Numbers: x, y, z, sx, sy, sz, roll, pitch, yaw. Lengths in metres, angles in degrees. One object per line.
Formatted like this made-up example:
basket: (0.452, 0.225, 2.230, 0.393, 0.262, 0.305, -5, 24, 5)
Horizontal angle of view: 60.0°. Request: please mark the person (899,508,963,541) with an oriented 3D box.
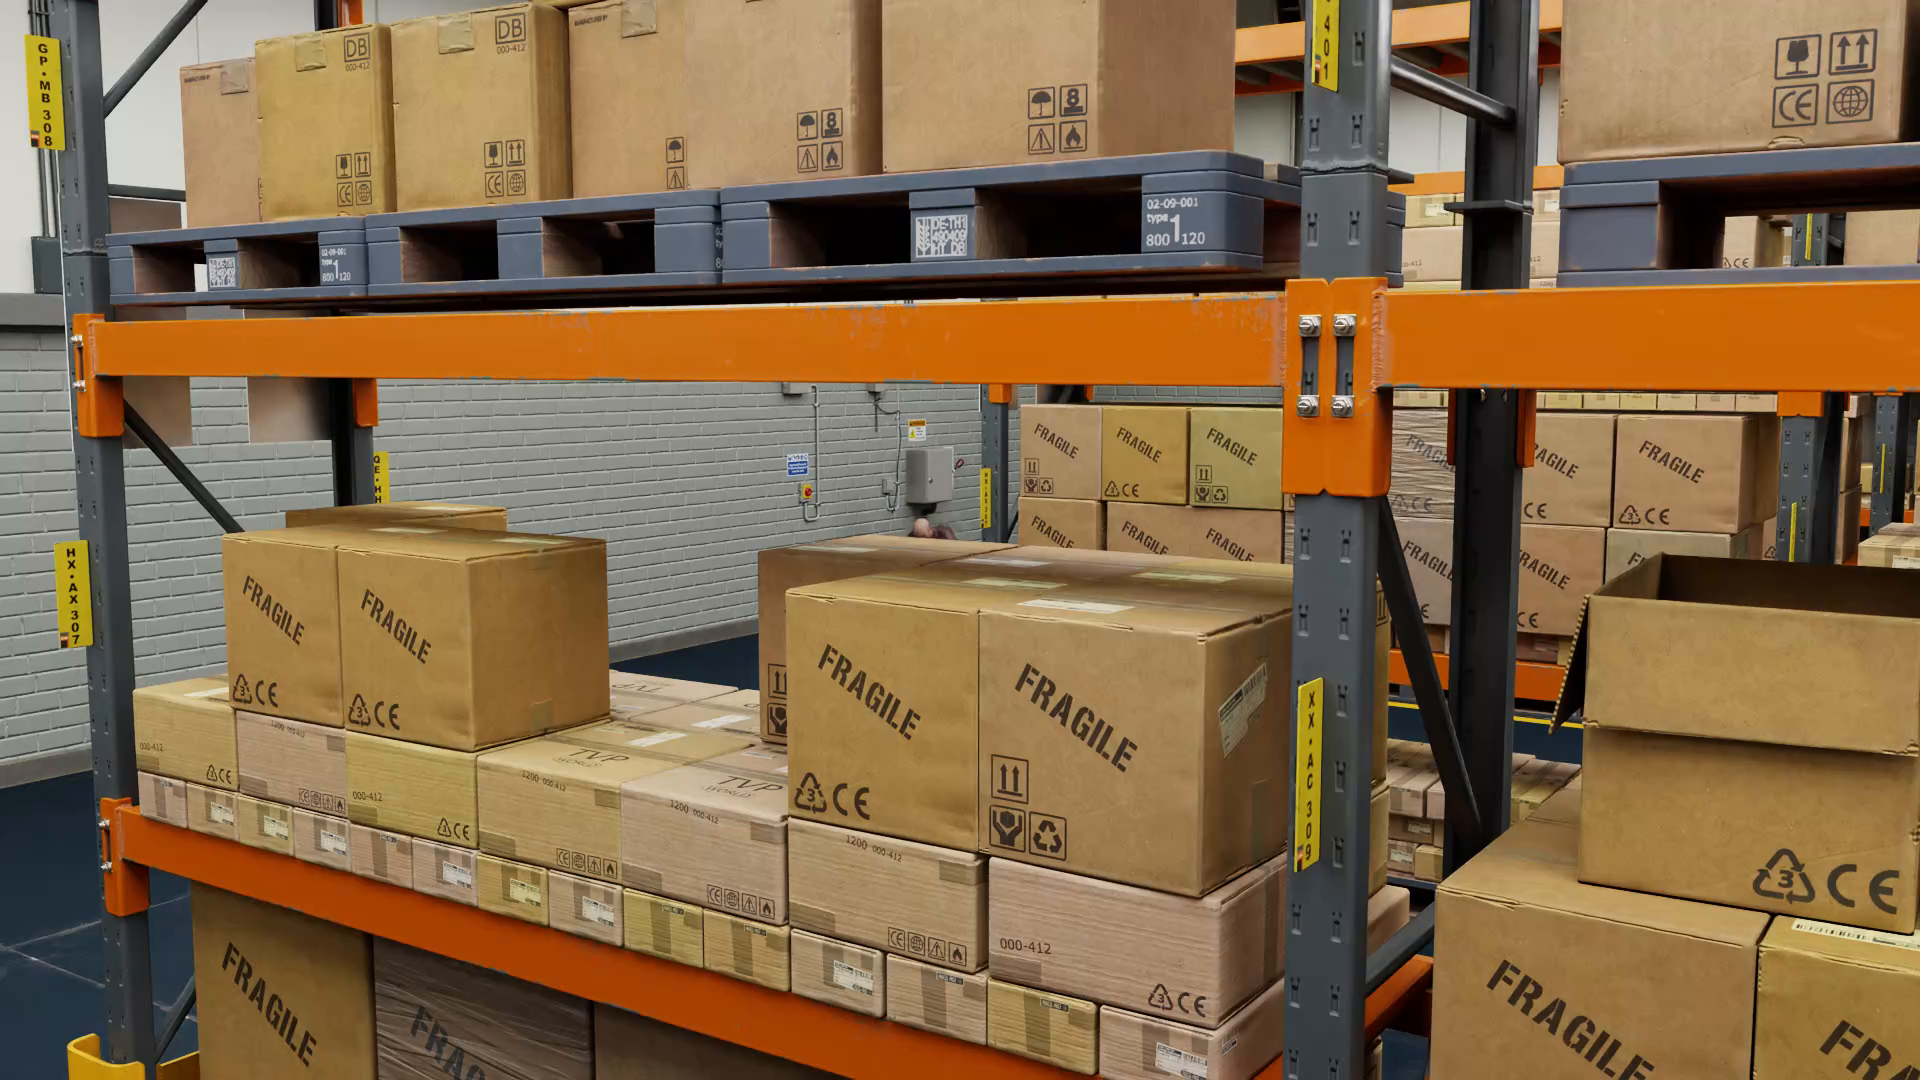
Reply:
person: (-0.339, 0.259, 17.136, 0.554, 1.183, 0.939, 4, 7, 32)
